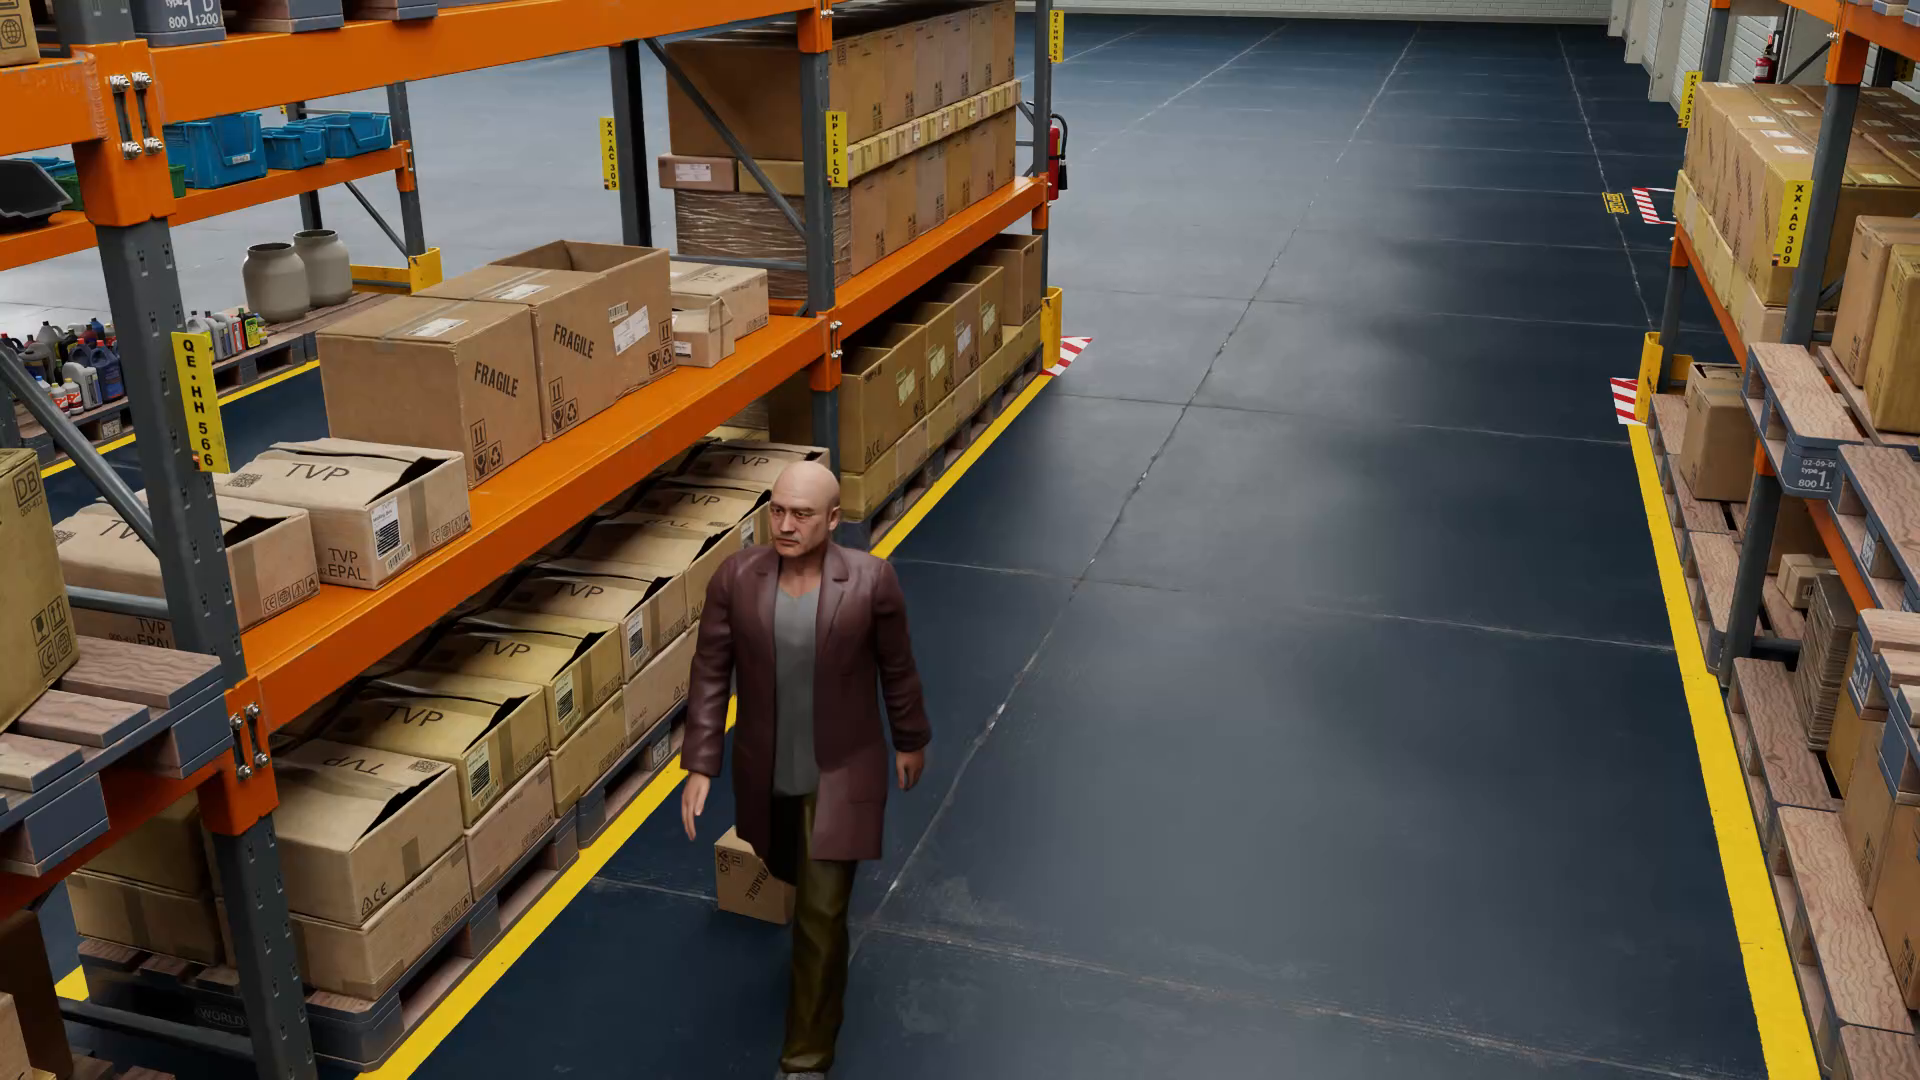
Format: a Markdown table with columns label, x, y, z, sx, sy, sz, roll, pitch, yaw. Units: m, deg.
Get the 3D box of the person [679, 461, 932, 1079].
| label | x | y | z | sx | sy | sz | roll | pitch | yaw |
| --- | --- | --- | --- | --- | --- | --- | --- | --- | --- |
| person | -0.417 | 0.598 | 4.611 | 0.629 | 1.728 | 1.153 | 4 | 22 | 10 |
